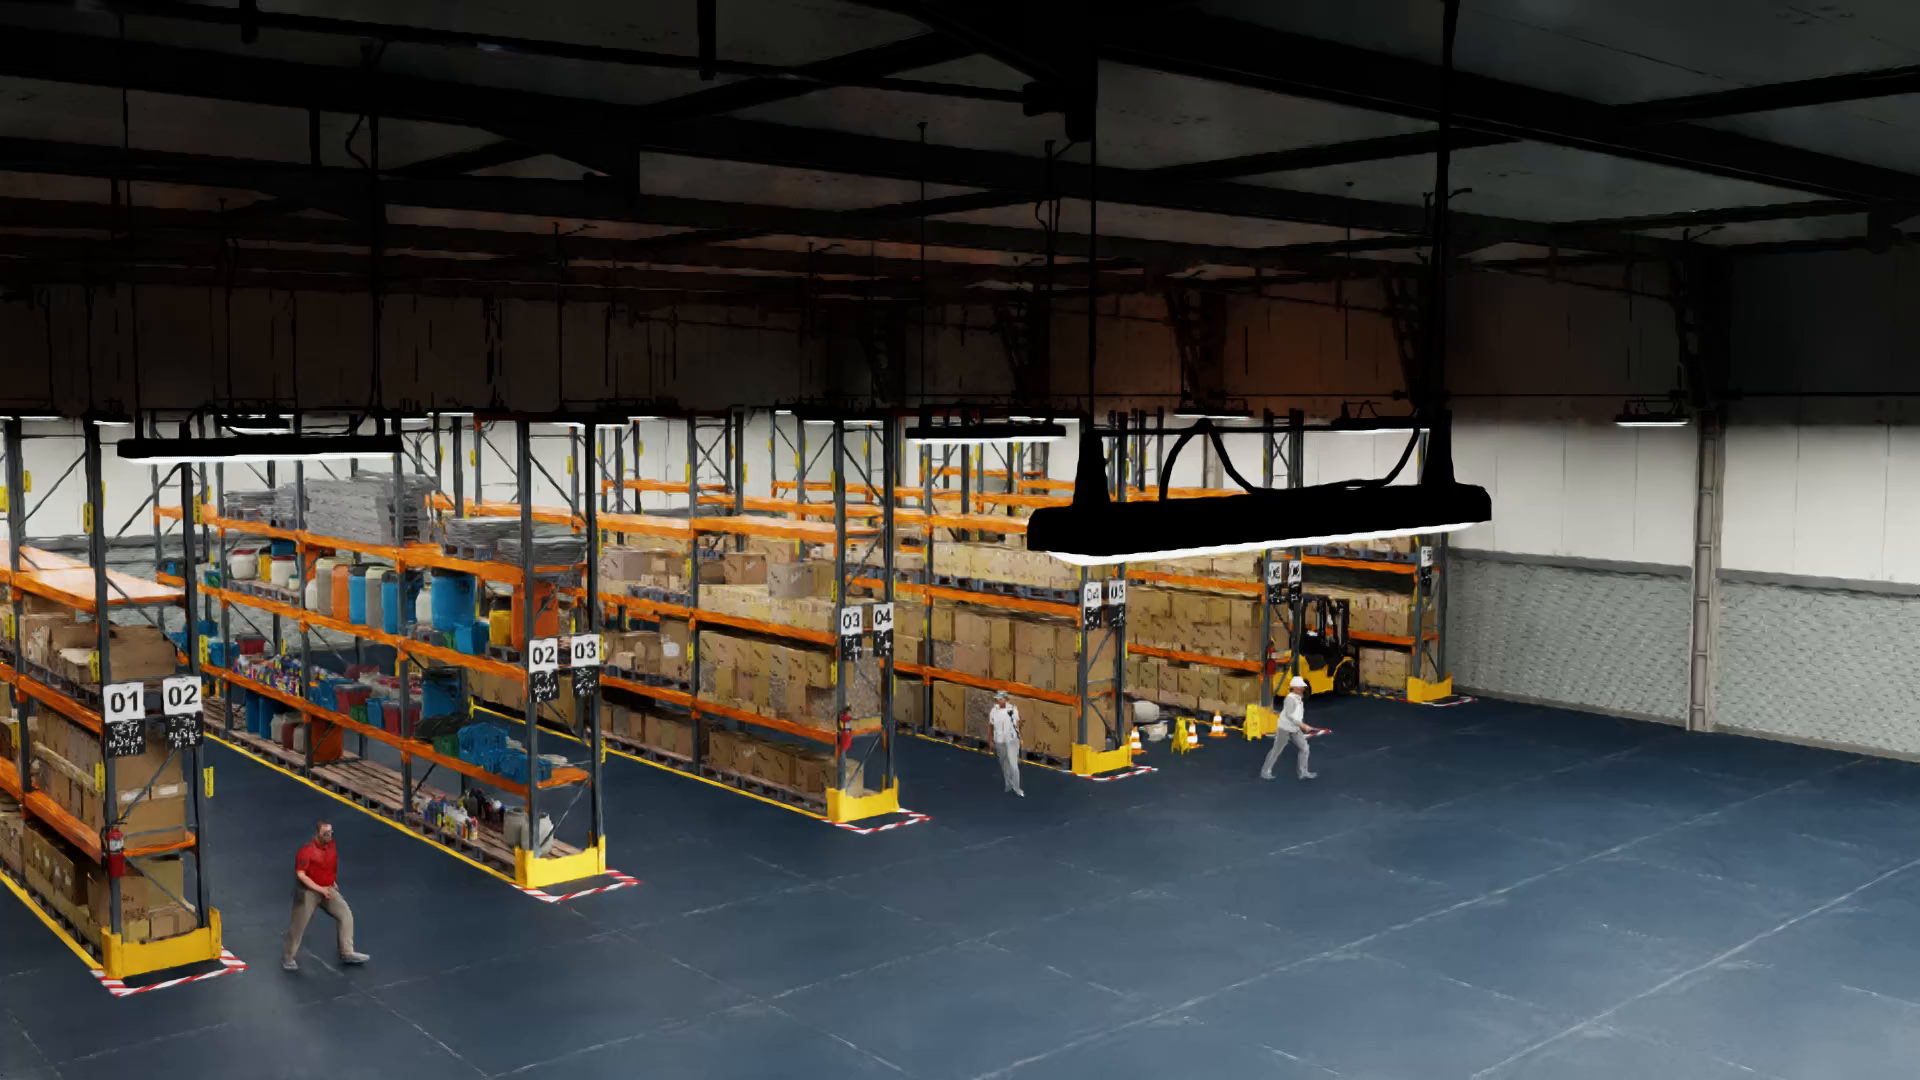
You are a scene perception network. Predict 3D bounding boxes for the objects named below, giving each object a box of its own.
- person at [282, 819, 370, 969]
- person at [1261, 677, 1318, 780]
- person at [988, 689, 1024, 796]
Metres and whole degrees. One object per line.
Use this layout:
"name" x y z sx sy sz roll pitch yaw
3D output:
"person" -7.075 3.881 18.350 0.833 1.663 0.705 3 6 30
"person" 5.394 3.077 27.276 0.842 1.715 0.675 3 6 32
"person" 0.757 3.195 26.401 0.600 1.676 0.490 1 5 16
